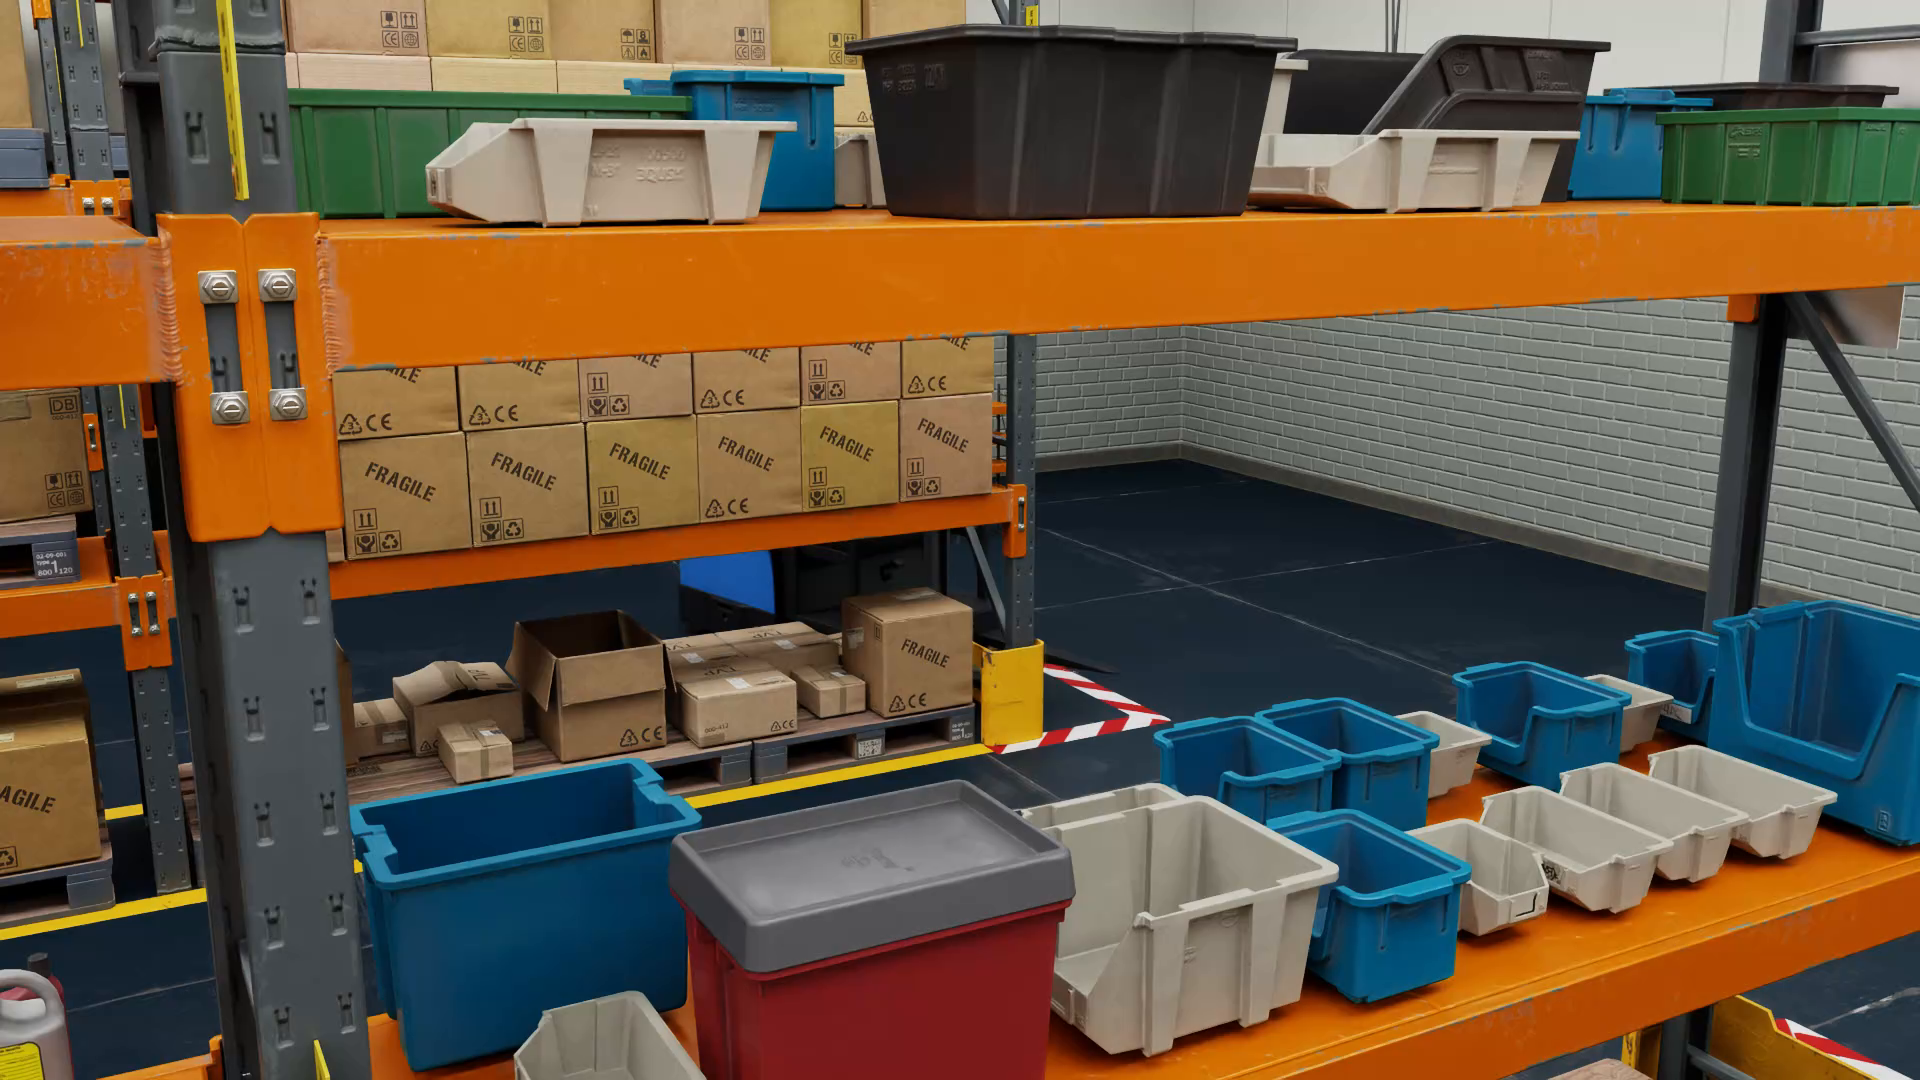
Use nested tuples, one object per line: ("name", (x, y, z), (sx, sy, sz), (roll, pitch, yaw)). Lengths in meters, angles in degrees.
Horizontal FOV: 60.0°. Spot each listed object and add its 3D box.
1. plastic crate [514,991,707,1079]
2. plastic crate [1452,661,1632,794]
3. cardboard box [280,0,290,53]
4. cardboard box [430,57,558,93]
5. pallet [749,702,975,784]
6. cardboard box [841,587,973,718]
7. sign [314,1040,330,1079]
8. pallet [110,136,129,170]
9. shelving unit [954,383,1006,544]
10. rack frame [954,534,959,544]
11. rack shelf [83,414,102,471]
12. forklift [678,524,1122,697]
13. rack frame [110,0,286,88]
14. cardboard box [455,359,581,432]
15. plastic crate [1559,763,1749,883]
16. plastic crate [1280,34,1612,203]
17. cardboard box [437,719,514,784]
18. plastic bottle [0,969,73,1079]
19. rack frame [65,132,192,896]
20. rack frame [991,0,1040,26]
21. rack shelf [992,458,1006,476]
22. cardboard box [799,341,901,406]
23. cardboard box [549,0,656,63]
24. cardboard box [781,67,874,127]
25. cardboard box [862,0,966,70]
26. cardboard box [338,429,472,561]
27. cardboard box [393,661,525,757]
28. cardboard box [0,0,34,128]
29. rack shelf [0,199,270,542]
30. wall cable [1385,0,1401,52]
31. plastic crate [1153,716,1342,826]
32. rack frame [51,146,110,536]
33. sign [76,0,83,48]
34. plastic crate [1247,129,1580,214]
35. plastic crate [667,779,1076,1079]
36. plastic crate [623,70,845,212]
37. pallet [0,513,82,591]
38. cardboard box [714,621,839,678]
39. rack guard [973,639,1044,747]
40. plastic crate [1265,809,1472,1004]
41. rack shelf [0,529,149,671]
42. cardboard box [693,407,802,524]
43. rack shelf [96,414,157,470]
("plastic crate", (-0.576, 0.906, 2.715), (0.243, 0.136, 0.396), (-7, 14, -28))
("plastic crate", (1.506, 0.492, 4.338), (0.300, 0.233, 0.416), (-7, 14, -28))
("cardboard box", (-3.014, -2.185, 6.651), (0.500, 0.500, 0.700), (-7, 14, -28))
("cardboard box", (-1.995, -1.868, 6.947), (0.500, 0.250, 0.500), (-7, 14, -28))
("pallet", (-0.678, 0.905, 8.608), (1.213, 0.211, 1.003), (-7, 14, -28))
("cardboard box", (-0.271, 0.562, 8.472), (0.500, 0.500, 0.500), (-7, 14, -28))
("sign", (-0.791, 0.799, 2.095), (0.005, 0.325, 0.100), (-7, 14, -28))
("pallet", (-5.077, -2.585, 11.135), (1.213, 0.211, 1.003), (-7, 14, -28))
("shelving unit", (0.145, -0.603, 13.055), (0.503, 1.200, 0.258), (-7, 14, -28))
("rack frame", (-0.069, -0.577, 12.941), (0.015, 1.200, 0.240), (-7, 14, -28))
("rack shelf", (-7.555, -0.520, 10.225), (4.000, 0.370, 1.077), (-7, 14, -28))
("forklift", (-0.406, -0.697, 9.529), (1.130, 2.935, 3.031), (-12, 17, -42))
("rack frame", (-1.053, -2.099, 1.939), (0.127, 3.000, 1.000), (-7, 14, -28))
("cardboard box", (-1.971, -0.767, 7.181), (0.500, 0.500, 0.500), (-7, 15, -30))
("plastic crate", (1.568, 0.655, 3.830), (0.243, 0.136, 0.396), (-7, 14, -28))
("plastic crate", (0.985, -0.918, 3.666), (0.767, 0.338, 0.504), (-7, 14, -28))
("cardboard box", (-2.196, 0.945, 7.528), (0.250, 0.166, 0.380), (-7, 14, -28))
("plastic bottle", (-1.553, 0.831, 2.697), (0.185, 0.351, 0.144), (-7, 14, -28))
("rack frame", (-3.423, -0.127, 6.841), (0.127, 3.000, 1.000), (-7, 14, -28))
("rack frame", (0.088, -3.474, 8.052), (0.127, 3.000, 1.000), (-7, 14, -28))
("rack shelf", (0.145, -0.537, 13.070), (0.480, 0.148, 0.258), (-7, 14, -28))
("cardboard box", (-0.614, -0.931, 7.910), (0.500, 0.500, 0.500), (-6, 14, -26))
("cardboard box", (-1.706, -2.346, 7.366), (0.500, 0.500, 0.700), (-7, 14, -28))
("cardboard box", (-0.680, -2.026, 7.651), (0.500, 0.250, 0.500), (-7, 14, -28))
("cardboard box", (-0.355, -2.490, 8.007), (0.500, 0.500, 0.700), (-7, 14, -28))
("cardboard box", (-2.397, -0.231, 7.077), (0.500, 0.500, 0.500), (-7, 14, -27))
("cardboard box", (-2.401, 0.777, 7.948), (0.500, 0.311, 0.500), (-7, 14, -28))
("cardboard box", (-3.900, -1.854, 6.271), (0.600, 0.600, 0.600), (-8, 15, -33))
("rack shelf", (-2.808, -0.074, 1.412), (4.000, 0.370, 1.077), (-7, 14, -28))
("wall cable", (2.847, -3.440, 14.971), (0.112, 2.526, 3.097), (-7, 14, -28))
("plastic crate", (0.664, 0.592, 3.890), (0.300, 0.233, 0.416), (-7, 14, -28))
("rack frame", (-5.800, -1.081, 11.081), (0.127, 3.000, 1.000), (-7, 14, -28))
("sign", (-3.154, -1.928, 5.938), (0.005, 0.325, 0.100), (-7, 14, -28))
("plastic crate", (0.763, -0.662, 2.989), (0.530, 0.136, 0.437), (-7, 14, -28))
("plastic crate", (-0.149, 0.722, 2.787), (0.583, 0.464, 0.402), (-7, 14, -28))
("plastic crate", (-0.407, -0.711, 2.986), (0.300, 0.233, 0.416), (-7, 14, -28))
("pallet", (-4.177, 0.030, 6.582), (1.213, 0.211, 1.003), (-7, 14, -28))
("cardboard box", (-0.964, 0.634, 8.719), (0.500, 0.250, 0.500), (-7, 14, -28))
("rack guard", (0.021, 0.680, 8.950), (0.348, 0.500, 1.175), (-7, 14, -28))
("plastic crate", (0.778, 0.725, 3.300), (0.300, 0.233, 0.416), (-7, 14, -28))
("rack shelf", (-5.178, 0.435, 5.985), (4.000, 0.370, 1.077), (-7, 14, -28))
("cardboard box", (-1.069, -0.390, 7.783), (0.500, 0.500, 0.500), (-7, 14, -27))
("rack shelf", (-4.044, -0.941, 12.095), (4.000, 0.370, 1.077), (-7, 14, -28))
